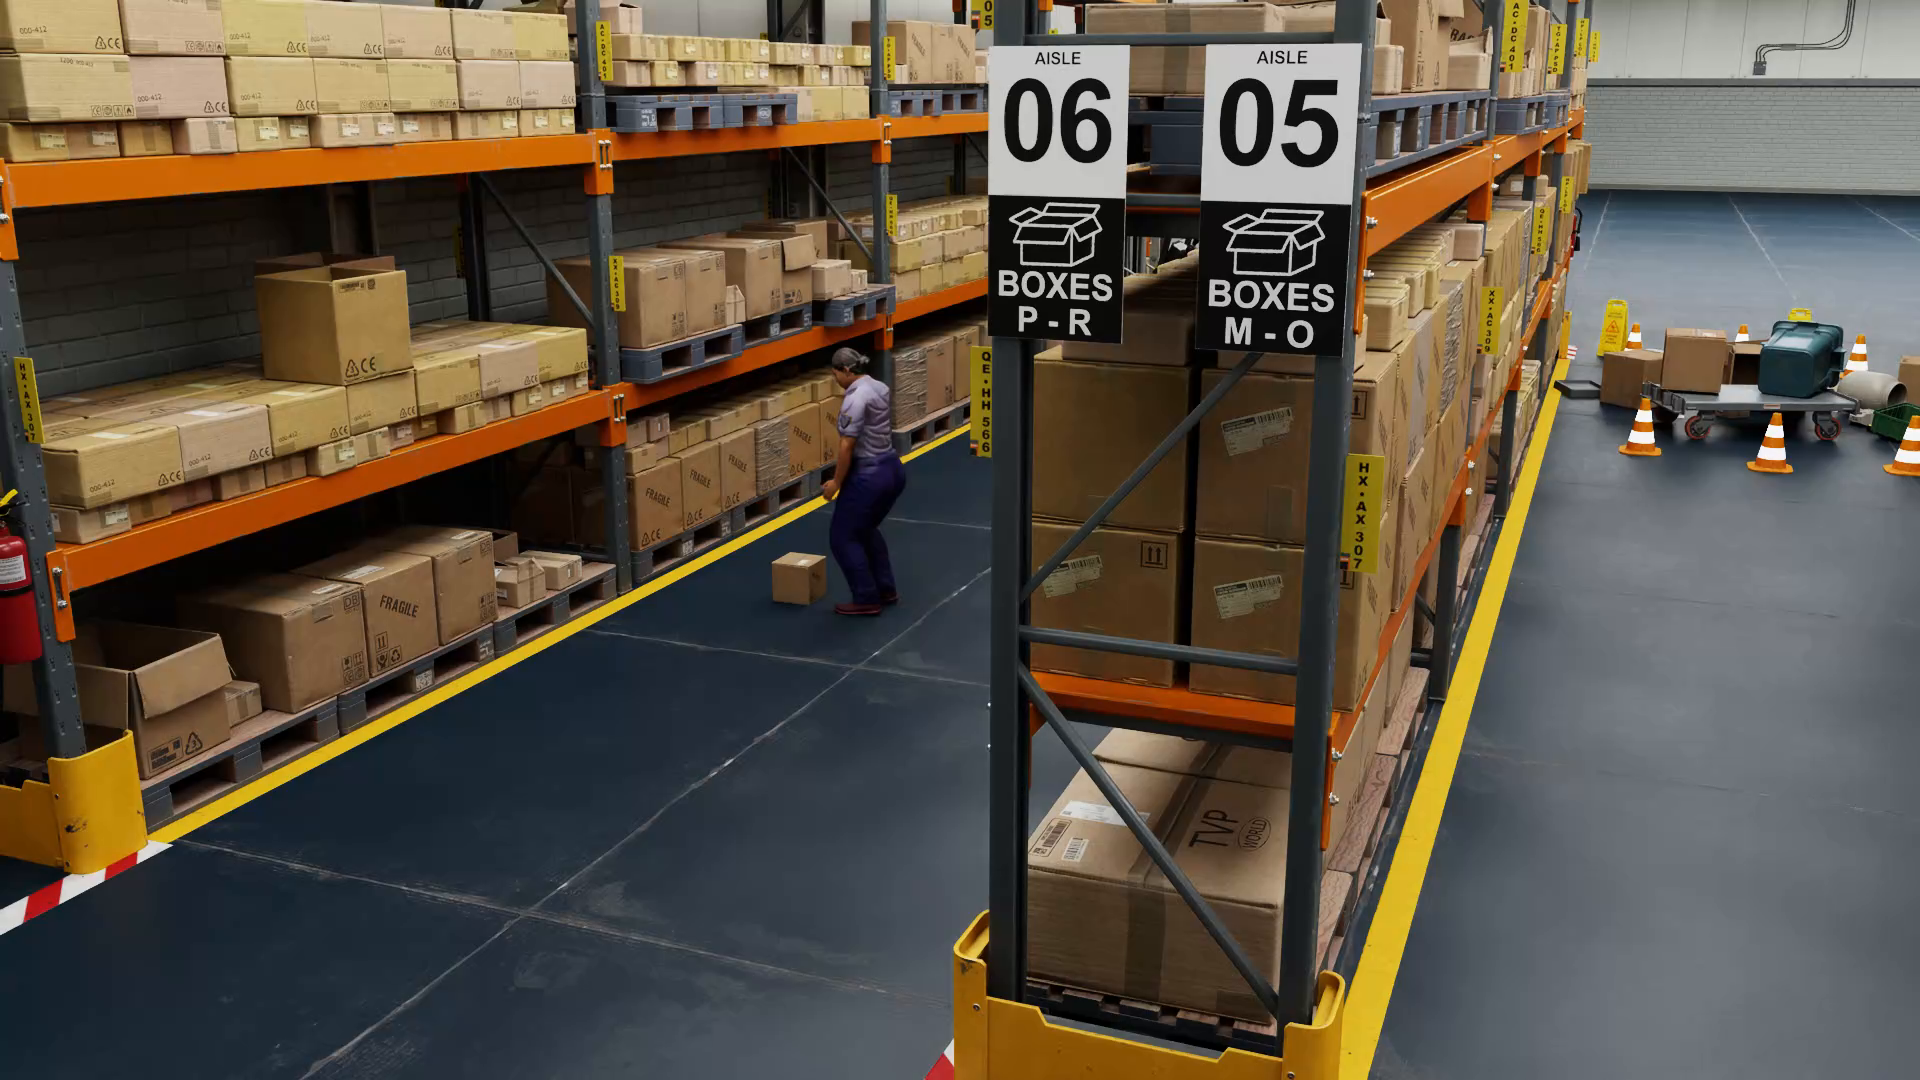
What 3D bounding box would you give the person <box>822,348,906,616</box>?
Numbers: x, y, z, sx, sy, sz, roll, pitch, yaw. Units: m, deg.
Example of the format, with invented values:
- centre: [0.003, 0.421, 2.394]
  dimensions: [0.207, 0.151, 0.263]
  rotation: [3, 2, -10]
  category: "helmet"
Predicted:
- centre: [-0.594, -0.347, 9.923]
  dimensions: [0.340, 1.599, 0.500]
  rotation: [7, 17, 22]
  category: "person"
